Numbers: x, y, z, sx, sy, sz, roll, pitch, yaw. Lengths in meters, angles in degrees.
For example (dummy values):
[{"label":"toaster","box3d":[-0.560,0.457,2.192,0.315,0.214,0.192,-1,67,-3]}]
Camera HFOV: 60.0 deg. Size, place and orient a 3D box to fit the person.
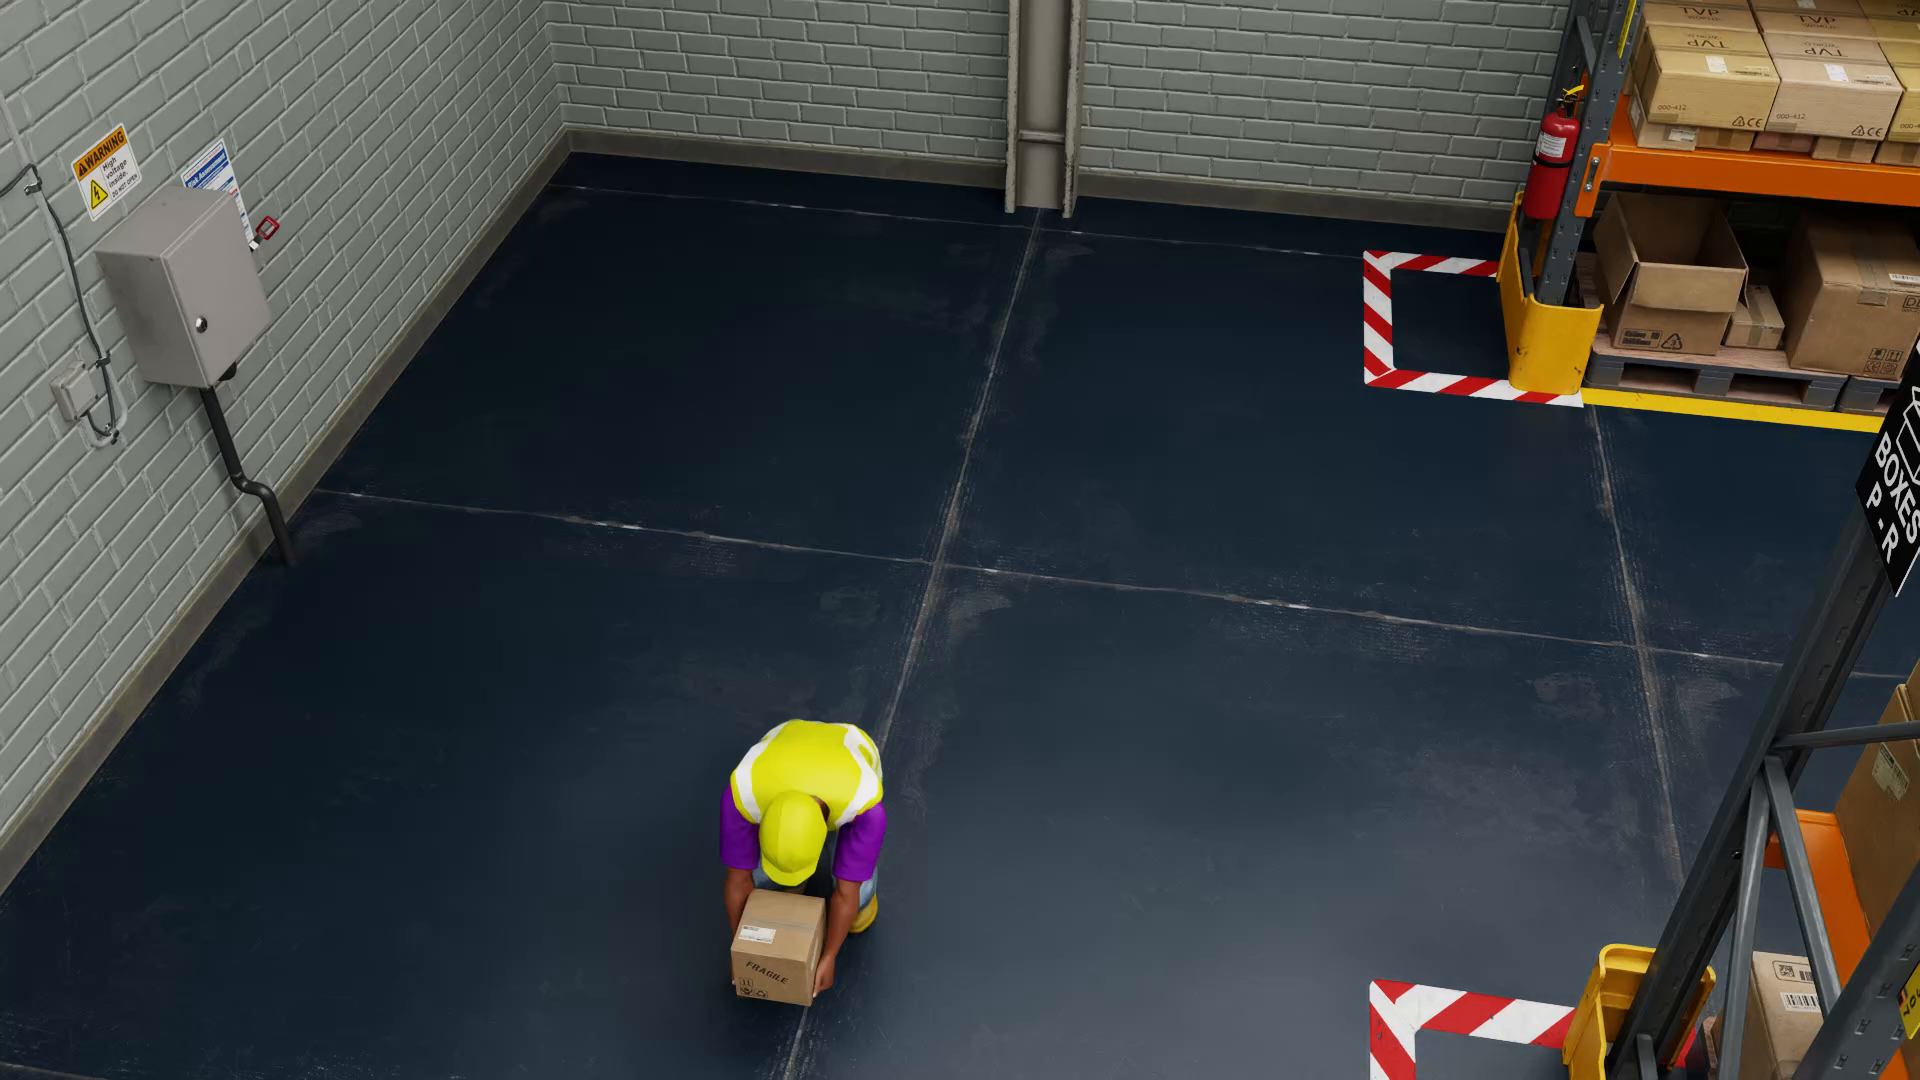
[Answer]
[{"label":"person","box3d":[-0.492,0.987,5.565,0.541,1.012,0.899,6,41,7]}]
